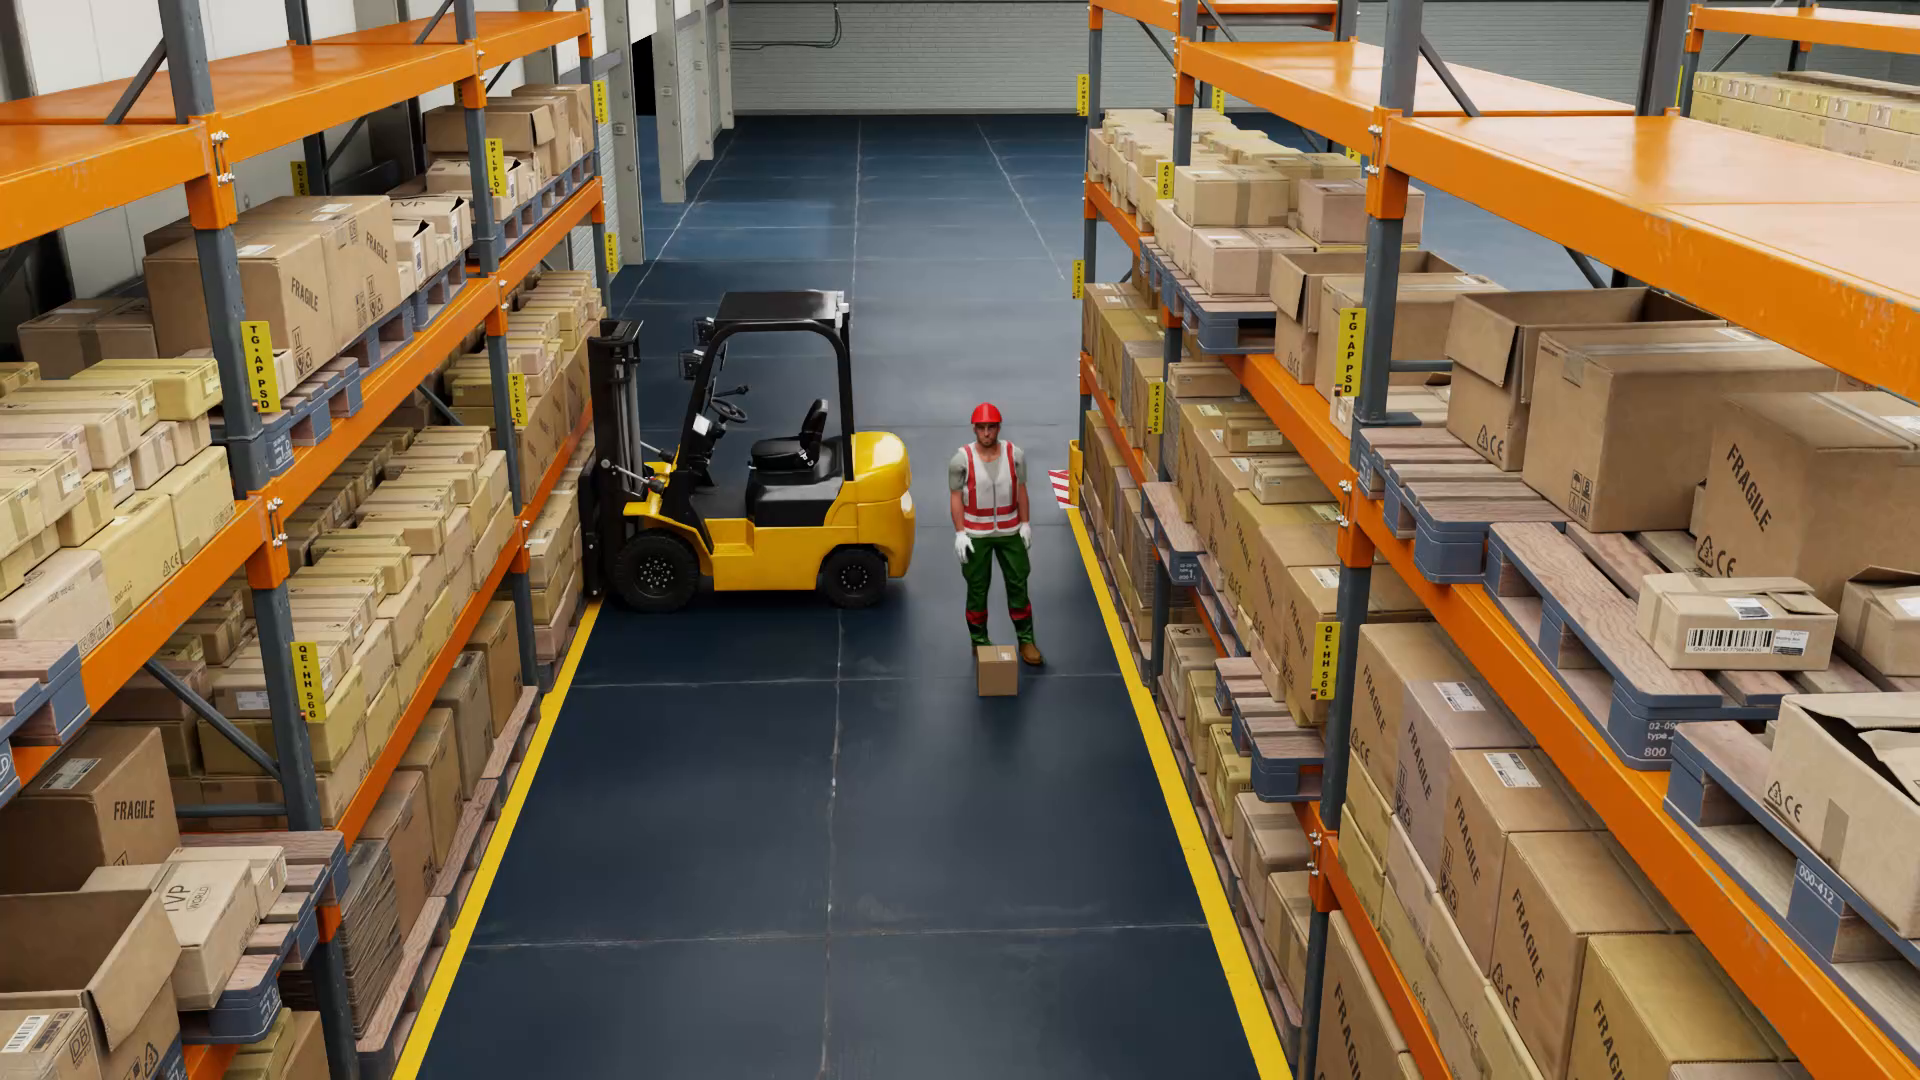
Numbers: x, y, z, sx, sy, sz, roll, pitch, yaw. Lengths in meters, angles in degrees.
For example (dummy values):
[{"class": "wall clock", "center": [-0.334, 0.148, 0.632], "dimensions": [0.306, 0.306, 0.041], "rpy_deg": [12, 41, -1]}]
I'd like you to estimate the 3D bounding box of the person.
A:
[{"class": "person", "center": [0.242, -0.036, 11.094], "dimensions": [0.610, 1.794, 0.406], "rpy_deg": [-4, 21, -11]}]
